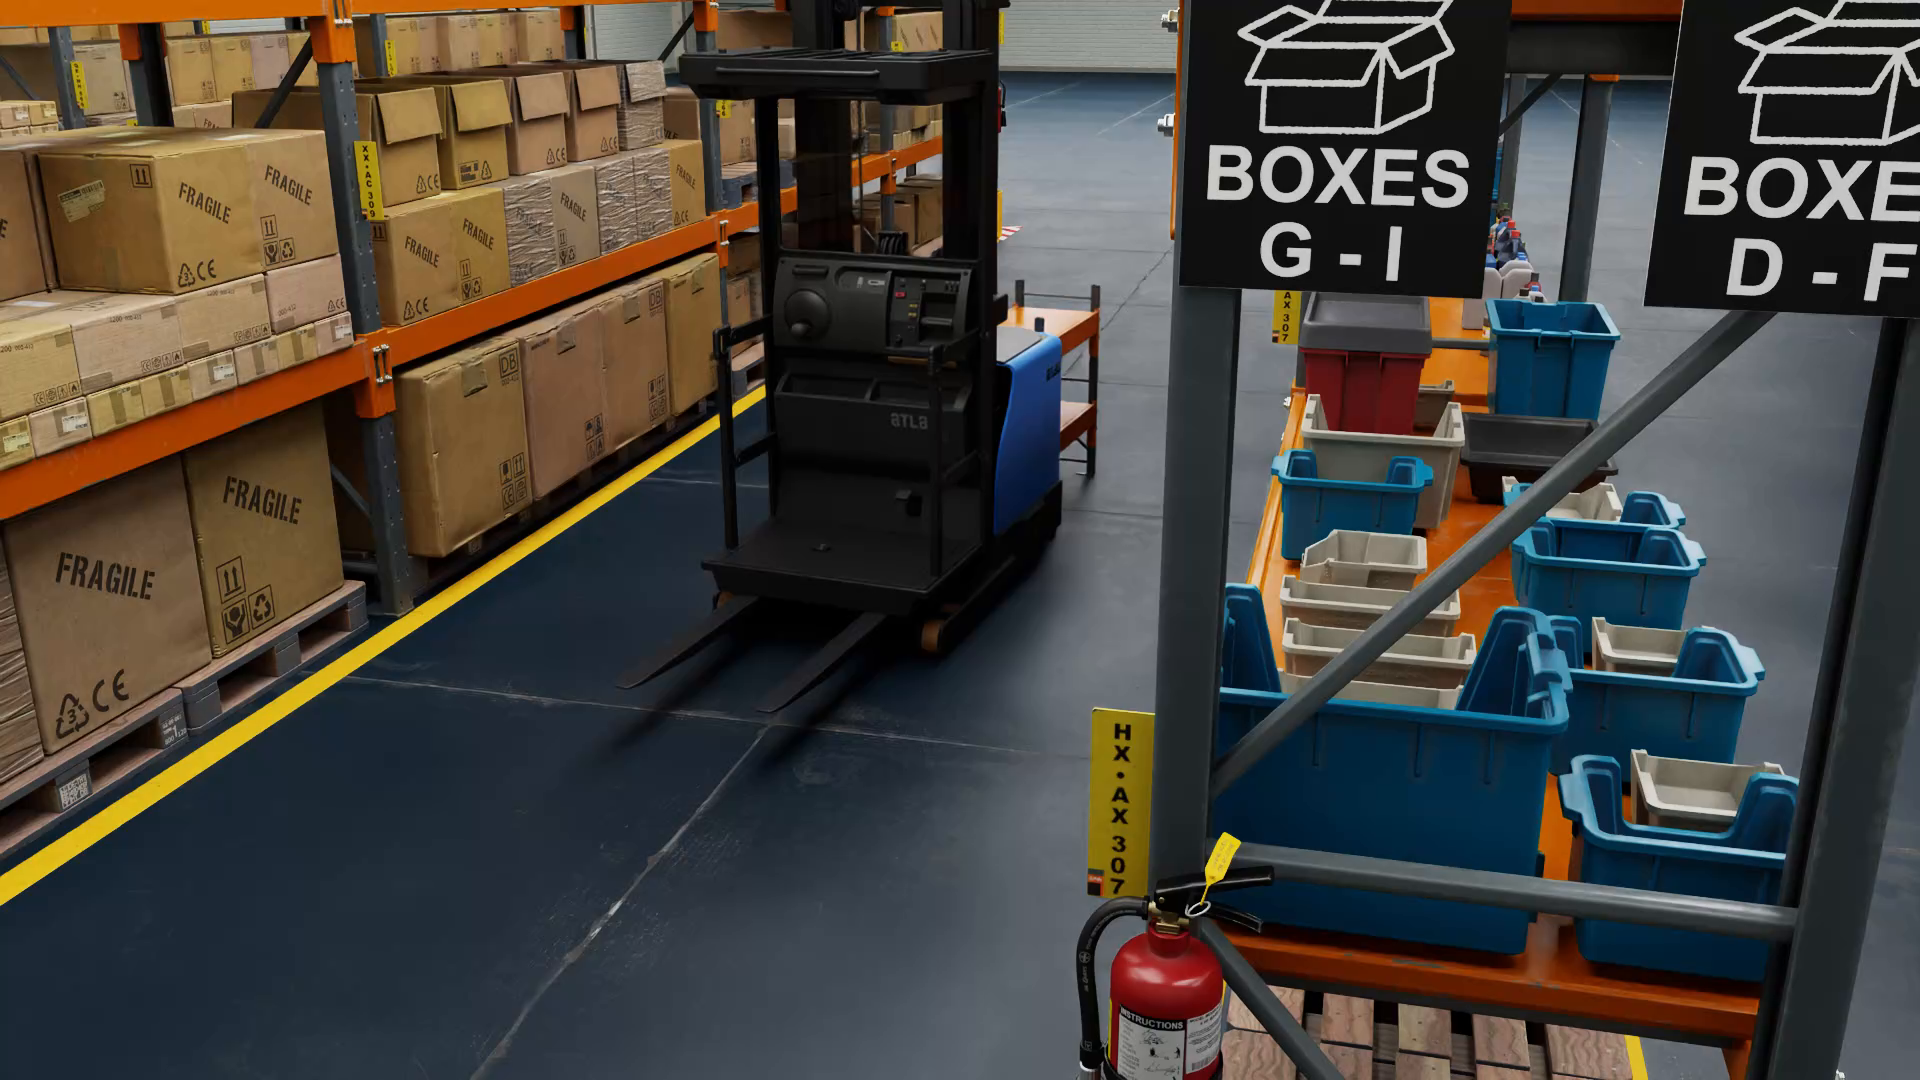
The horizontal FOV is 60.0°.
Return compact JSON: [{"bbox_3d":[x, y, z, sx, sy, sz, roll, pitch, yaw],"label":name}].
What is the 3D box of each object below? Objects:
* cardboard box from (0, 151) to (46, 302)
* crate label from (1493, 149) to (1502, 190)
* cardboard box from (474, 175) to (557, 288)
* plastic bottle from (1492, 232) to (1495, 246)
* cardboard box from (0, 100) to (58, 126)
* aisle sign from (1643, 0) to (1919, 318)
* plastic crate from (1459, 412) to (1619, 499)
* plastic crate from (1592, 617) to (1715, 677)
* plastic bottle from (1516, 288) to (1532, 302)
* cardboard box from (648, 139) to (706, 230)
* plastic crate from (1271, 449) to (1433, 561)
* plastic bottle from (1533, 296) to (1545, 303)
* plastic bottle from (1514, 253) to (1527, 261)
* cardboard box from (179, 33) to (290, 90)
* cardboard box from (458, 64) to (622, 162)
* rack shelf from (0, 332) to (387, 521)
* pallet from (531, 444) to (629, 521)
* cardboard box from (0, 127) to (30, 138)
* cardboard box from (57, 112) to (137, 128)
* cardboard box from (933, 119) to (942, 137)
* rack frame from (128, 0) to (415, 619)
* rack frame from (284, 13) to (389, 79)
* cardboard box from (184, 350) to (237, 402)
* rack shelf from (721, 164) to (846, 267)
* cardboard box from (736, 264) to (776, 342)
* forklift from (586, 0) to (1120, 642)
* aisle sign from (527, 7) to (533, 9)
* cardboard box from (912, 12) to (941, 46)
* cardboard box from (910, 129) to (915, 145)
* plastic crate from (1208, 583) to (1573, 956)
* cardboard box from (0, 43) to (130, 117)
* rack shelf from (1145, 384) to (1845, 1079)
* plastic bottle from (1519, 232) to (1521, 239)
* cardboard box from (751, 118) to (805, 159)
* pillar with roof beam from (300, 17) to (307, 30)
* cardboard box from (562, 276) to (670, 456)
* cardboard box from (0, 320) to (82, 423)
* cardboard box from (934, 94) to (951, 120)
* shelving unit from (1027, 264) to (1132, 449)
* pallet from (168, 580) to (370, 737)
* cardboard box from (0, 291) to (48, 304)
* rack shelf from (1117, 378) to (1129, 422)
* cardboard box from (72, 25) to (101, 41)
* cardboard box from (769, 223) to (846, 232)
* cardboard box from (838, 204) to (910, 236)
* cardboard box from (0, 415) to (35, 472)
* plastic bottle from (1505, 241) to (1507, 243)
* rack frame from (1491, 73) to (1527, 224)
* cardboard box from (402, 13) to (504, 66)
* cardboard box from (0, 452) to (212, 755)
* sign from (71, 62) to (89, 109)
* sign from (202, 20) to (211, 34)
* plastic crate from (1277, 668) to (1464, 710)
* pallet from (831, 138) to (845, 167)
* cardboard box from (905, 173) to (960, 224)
[{"bbox_3d":[-3.653,-1.093,5.857,0.500,0.500,0.500,4,19,12],"label":"cardboard box"},{"bbox_3d":[3.248,-2.284,10.680,0.502,0.435,0.616,5,19,13],"label":"crate label"},{"bbox_3d":[-2.438,-1.601,8.580,0.500,0.500,0.500,4,19,12],"label":"cardboard box"},{"bbox_3d":[2.955,-1.616,9.085,0.097,0.201,0.097,0,19,0],"label":"plastic bottle"},{"bbox_3d":[-6.520,-2.964,11.542,0.380,0.149,0.250,4,19,11],"label":"cardboard box"},{"bbox_3d":[1.059,-0.654,1.941,0.394,0.787,0.004,5,19,13],"label":"aisle sign"},{"bbox_3d":[1.753,-0.250,5.112,0.437,0.125,0.590,5,19,13],"label":"plastic crate"},{"bbox_3d":[1.492,0.268,3.577,0.250,0.136,0.298,5,19,13],"label":"plastic crate"},{"bbox_3d":[2.176,-0.798,6.459,0.144,0.351,0.185,5,19,13],"label":"plastic bottle"},{"bbox_3d":[-1.940,-2.242,10.456,0.500,0.500,0.500,5,20,15],"label":"cardboard box"},{"bbox_3d":[1.041,-0.083,4.457,0.416,0.233,0.300,5,19,13],"label":"plastic crate"},{"bbox_3d":[2.336,-0.854,6.747,0.097,0.271,0.097,0,19,0],"label":"plastic bottle"},{"bbox_3d":[2.610,-1.206,7.775,0.097,0.271,0.097,0,19,0],"label":"plastic bottle"},{"bbox_3d":[-6.231,-4.090,14.321,0.700,0.500,0.500,5,19,14],"label":"cardboard box"},{"bbox_3d":[-2.416,-2.459,9.539,0.797,0.503,0.637,5,20,15],"label":"cardboard box"},{"bbox_3d":[-3.526,-0.148,5.592,1.077,0.370,4.000,5,19,13],"label":"rack shelf"},{"bbox_3d":[-2.626,-0.427,9.610,1.003,0.211,1.213,5,19,13],"label":"pallet"},{"bbox_3d":[-6.588,-2.738,11.342,0.380,0.149,0.250,5,20,15],"label":"cardboard box"},{"bbox_3d":[-6.473,-2.959,12.555,0.500,0.500,0.500,5,19,14],"label":"cardboard box"},{"bbox_3d":[-0.385,-4.018,16.200,0.380,0.149,0.250,5,19,13],"label":"cardboard box"},{"bbox_3d":[-3.037,-1.115,7.311,1.000,3.000,0.127,5,19,13],"label":"rack frame"},{"bbox_3d":[-5.868,-4.046,15.892,1.000,3.000,0.127,5,19,13],"label":"rack frame"},{"bbox_3d":[-2.982,-0.633,6.289,0.380,0.149,0.250,5,19,14],"label":"cardboard box"},{"bbox_3d":[-1.571,-2.655,12.933,1.077,0.370,4.000,5,19,13],"label":"rack shelf"},{"bbox_3d":[-1.793,-1.780,12.446,0.700,0.500,0.500,3,19,9],"label":"cardboard box"},{"bbox_3d":[-0.437,-1.219,7.723,1.130,2.935,3.031,14,23,35],"label":"forklift"},{"bbox_3d":[-5.164,-6.576,19.277,0.394,0.787,0.004,5,19,13],"label":"aisle sign"},{"bbox_3d":[-0.483,-4.718,15.699,0.500,0.500,0.500,5,19,13],"label":"cardboard box"},{"bbox_3d":[-0.631,-3.705,15.283,0.380,0.149,0.250,5,19,13],"label":"cardboard box"},{"bbox_3d":[0.689,0.365,2.831,0.616,0.435,0.499,5,19,13],"label":"plastic crate"},{"bbox_3d":[-6.726,-3.452,12.453,0.700,0.500,0.500,5,19,13],"label":"cardboard box"},{"bbox_3d":[1.277,0.243,4.447,1.077,0.370,4.000,5,19,13],"label":"rack shelf"},{"bbox_3d":[2.779,-1.404,8.337,0.061,0.283,0.133,5,19,13],"label":"plastic bottle"},{"bbox_3d":[-1.427,-3.004,12.423,0.500,0.250,0.500,4,19,12],"label":"cardboard box"},{"bbox_3d":[-8.467,-12.163,30.375,9.100,9.000,0.400,5,19,13],"label":"pillar with roof beam"},{"bbox_3d":[-2.474,-1.069,9.813,1.225,0.875,0.875,5,19,14],"label":"cardboard box"},{"bbox_3d":[-3.266,-0.545,5.414,0.500,0.250,0.500,4,19,12],"label":"cardboard box"},{"bbox_3d":[-0.570,-4.419,16.369,0.875,0.500,0.500,5,19,13],"label":"cardboard box"},{"bbox_3d":[0.646,-0.963,9.768,0.538,1.125,1.048,5,20,15],"label":"shelving unit"},{"bbox_3d":[-3.299,0.437,7.082,1.003,0.211,1.213,5,19,13],"label":"pallet"},{"bbox_3d":[-3.653,-0.740,5.985,0.500,0.250,0.500,5,20,15],"label":"cardboard box"},{"bbox_3d":[0.646,-0.732,9.847,0.538,0.278,1.000,5,20,15],"label":"rack shelf"},{"bbox_3d":[-10.040,-5.671,18.489,0.700,0.500,0.500,5,19,13],"label":"cardboard box"},{"bbox_3d":[-1.254,-2.457,14.427,0.700,0.500,0.500,3,19,9],"label":"cardboard box"},{"bbox_3d":[-0.814,-2.941,15.874,0.500,0.500,0.500,12,22,31],"label":"cardboard box"},{"bbox_3d":[-3.233,-0.310,5.343,0.380,0.149,0.250,4,19,12],"label":"cardboard box"},{"bbox_3d":[2.642,-1.309,8.059,0.061,0.283,0.133,5,19,13],"label":"plastic bottle"},{"bbox_3d":[2.743,-1.978,9.837,1.000,3.000,0.127,5,19,13],"label":"rack frame"},{"bbox_3d":[-5.335,-5.247,17.507,0.875,0.550,0.500,5,19,13],"label":"cardboard box"},{"bbox_3d":[-3.496,0.174,6.174,0.875,0.875,0.875,5,19,13],"label":"cardboard box"},{"bbox_3d":[-6.316,-3.263,11.930,0.100,0.325,0.005,5,19,13],"label":"sign"},{"bbox_3d":[-9.182,-6.306,20.229,0.100,0.325,0.005,5,19,13],"label":"sign"},{"bbox_3d":[0.812,0.356,3.319,0.396,0.136,0.243,5,19,13],"label":"plastic crate"},{"bbox_3d":[-1.410,-3.304,14.016,1.003,0.211,1.213,5,19,13],"label":"pallet"},{"bbox_3d":[-0.274,-3.698,18.090,0.500,0.500,0.500,9,21,23],"label":"cardboard box"}]
